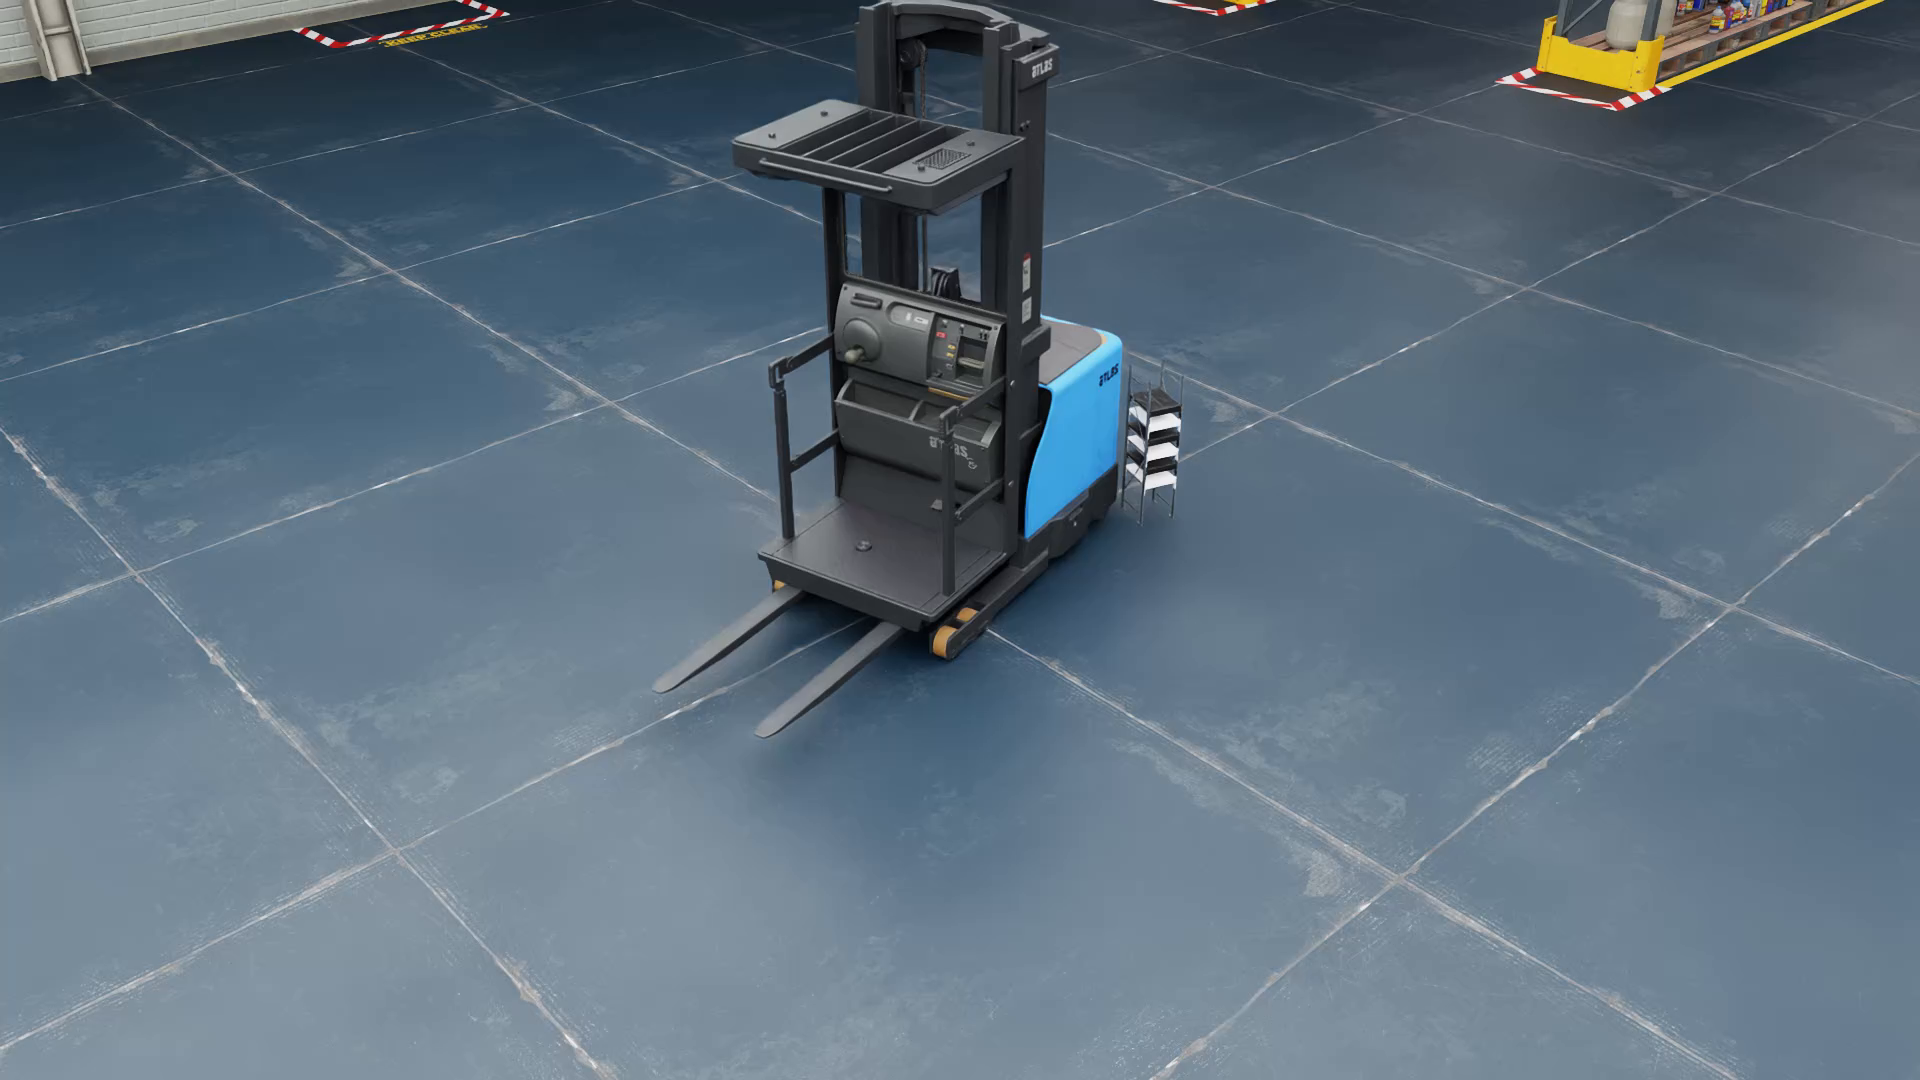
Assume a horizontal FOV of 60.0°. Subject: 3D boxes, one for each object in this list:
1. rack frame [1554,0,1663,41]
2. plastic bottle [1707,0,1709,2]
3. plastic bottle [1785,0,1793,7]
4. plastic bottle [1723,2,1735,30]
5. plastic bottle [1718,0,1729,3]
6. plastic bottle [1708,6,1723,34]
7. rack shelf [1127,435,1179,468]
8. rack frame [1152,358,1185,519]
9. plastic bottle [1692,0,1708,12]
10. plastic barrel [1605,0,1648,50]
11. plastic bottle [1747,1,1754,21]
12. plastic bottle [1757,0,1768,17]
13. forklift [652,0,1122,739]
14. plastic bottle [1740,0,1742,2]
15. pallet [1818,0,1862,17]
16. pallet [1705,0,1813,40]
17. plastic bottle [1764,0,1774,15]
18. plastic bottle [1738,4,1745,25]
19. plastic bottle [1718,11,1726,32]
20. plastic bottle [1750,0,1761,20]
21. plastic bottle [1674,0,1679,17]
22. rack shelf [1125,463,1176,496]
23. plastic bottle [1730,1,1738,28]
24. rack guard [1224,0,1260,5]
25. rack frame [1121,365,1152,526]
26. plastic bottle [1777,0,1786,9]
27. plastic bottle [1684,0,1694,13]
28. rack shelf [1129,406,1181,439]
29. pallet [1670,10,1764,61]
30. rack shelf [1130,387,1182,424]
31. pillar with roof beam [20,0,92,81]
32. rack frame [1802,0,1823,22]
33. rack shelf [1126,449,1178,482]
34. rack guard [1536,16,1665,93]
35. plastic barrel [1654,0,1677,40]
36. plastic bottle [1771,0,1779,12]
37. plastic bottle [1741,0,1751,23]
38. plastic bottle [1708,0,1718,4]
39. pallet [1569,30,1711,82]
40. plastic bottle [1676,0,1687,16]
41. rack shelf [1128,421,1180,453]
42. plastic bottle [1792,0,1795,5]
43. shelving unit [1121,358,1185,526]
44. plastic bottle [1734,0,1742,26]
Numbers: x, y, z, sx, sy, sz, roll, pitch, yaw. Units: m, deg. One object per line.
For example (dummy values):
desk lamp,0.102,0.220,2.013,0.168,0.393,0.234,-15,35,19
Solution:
rack frame,6.442,-5.948,16.101,0.127,3.000,1.000,-26,40,-35
plastic bottle,8.363,-6.229,18.680,0.144,0.351,0.185,27,41,37
plastic bottle,9.247,-6.098,18.530,0.133,0.283,0.061,-24,39,-33
plastic bottle,8.162,-5.574,17.672,0.133,0.283,0.061,-25,39,-35
plastic bottle,8.599,-6.241,18.699,0.185,0.351,0.144,-26,40,-35
plastic bottle,7.984,-5.495,17.555,0.097,0.271,0.097,0,31,0
rack shelf,1.069,-0.511,9.287,0.200,0.077,0.258,-13,34,-20
rack frame,1.162,-0.561,9.305,0.006,0.900,0.240,-13,34,-20
plastic bottle,8.170,-5.999,18.374,0.135,0.276,0.152,-26,40,-35
plastic barrel,6.873,-5.328,17.070,0.421,0.512,0.421,0,31,0
plastic bottle,8.532,-5.730,18.007,0.097,0.201,0.097,0,31,0
plastic bottle,8.722,-5.903,18.145,0.185,0.351,0.144,-26,40,-36
forklift,-0.327,-0.937,7.974,1.130,2.935,3.031,19,36,28
plastic bottle,8.527,-5.858,18.137,0.133,0.283,0.061,-26,40,-35
pallet,9.925,-6.470,19.629,1.213,0.211,1.003,-26,40,-35
pallet,8.855,-5.954,18.785,1.213,0.211,1.003,-26,40,-35
plastic bottle,8.867,-5.915,18.230,0.133,0.283,0.061,-23,38,-32
plastic bottle,8.381,-5.658,17.887,0.097,0.201,0.097,0,31,0
plastic bottle,8.060,-5.502,17.633,0.097,0.201,0.097,0,31,0
plastic bottle,8.600,-5.815,18.073,0.135,0.276,0.152,-25,39,-35
plastic bottle,7.767,-5.834,18.097,0.133,0.283,0.061,-26,40,-35
rack shelf,1.069,-0.358,9.381,0.200,0.077,0.258,-13,34,-20
plastic bottle,8.235,-5.617,17.754,0.097,0.271,0.097,0,31,0
rack guard,3.060,-6.769,19.840,0.348,0.500,1.175,-26,40,-35
rack frame,0.976,-0.518,9.235,0.006,0.900,0.240,-13,34,-20
plastic bottle,9.099,-6.085,18.444,0.185,0.351,0.144,-27,41,-37
plastic bottle,8.029,-5.918,18.314,0.097,0.201,0.097,0,31,0
rack shelf,1.069,-0.665,9.194,0.200,0.077,0.258,-13,34,-20
pallet,7.960,-5.520,18.074,1.213,0.211,1.003,-26,40,-35
rack shelf,1.069,-0.742,9.147,0.200,0.077,0.258,-13,34,-20
pillar with roof beam,-6.241,-6.973,12.027,0.400,9.000,9.100,-26,40,-35
rack frame,9.375,-7.366,18.421,0.127,3.000,1.000,-26,40,-35
rack shelf,1.069,-0.435,9.334,0.200,0.077,0.258,-13,34,-20
rack guard,6.466,-4.926,16.827,0.348,0.500,1.175,-26,40,-35
plastic barrel,7.241,-5.506,17.361,0.421,0.512,0.421,0,31,0
plastic bottle,8.958,-6.017,18.333,0.144,0.351,0.185,27,40,37
plastic bottle,8.457,-5.724,17.929,0.097,0.271,0.097,0,31,0
plastic bottle,8.477,-6.165,18.650,0.097,0.271,0.097,0,31,0
pallet,7.065,-5.089,17.370,1.213,0.211,1.003,-26,40,-35
plastic bottle,7.895,-5.848,18.198,0.097,0.201,0.097,0,31,0
rack shelf,1.069,-0.588,9.241,0.200,0.077,0.258,-13,34,-20
plastic bottle,9.321,-6.112,18.631,0.097,0.201,0.097,0,31,0
shelving unit,1.069,-0.540,9.270,0.210,0.900,0.258,-13,34,-20
plastic bottle,8.308,-5.652,17.812,0.097,0.271,0.097,0,31,0
